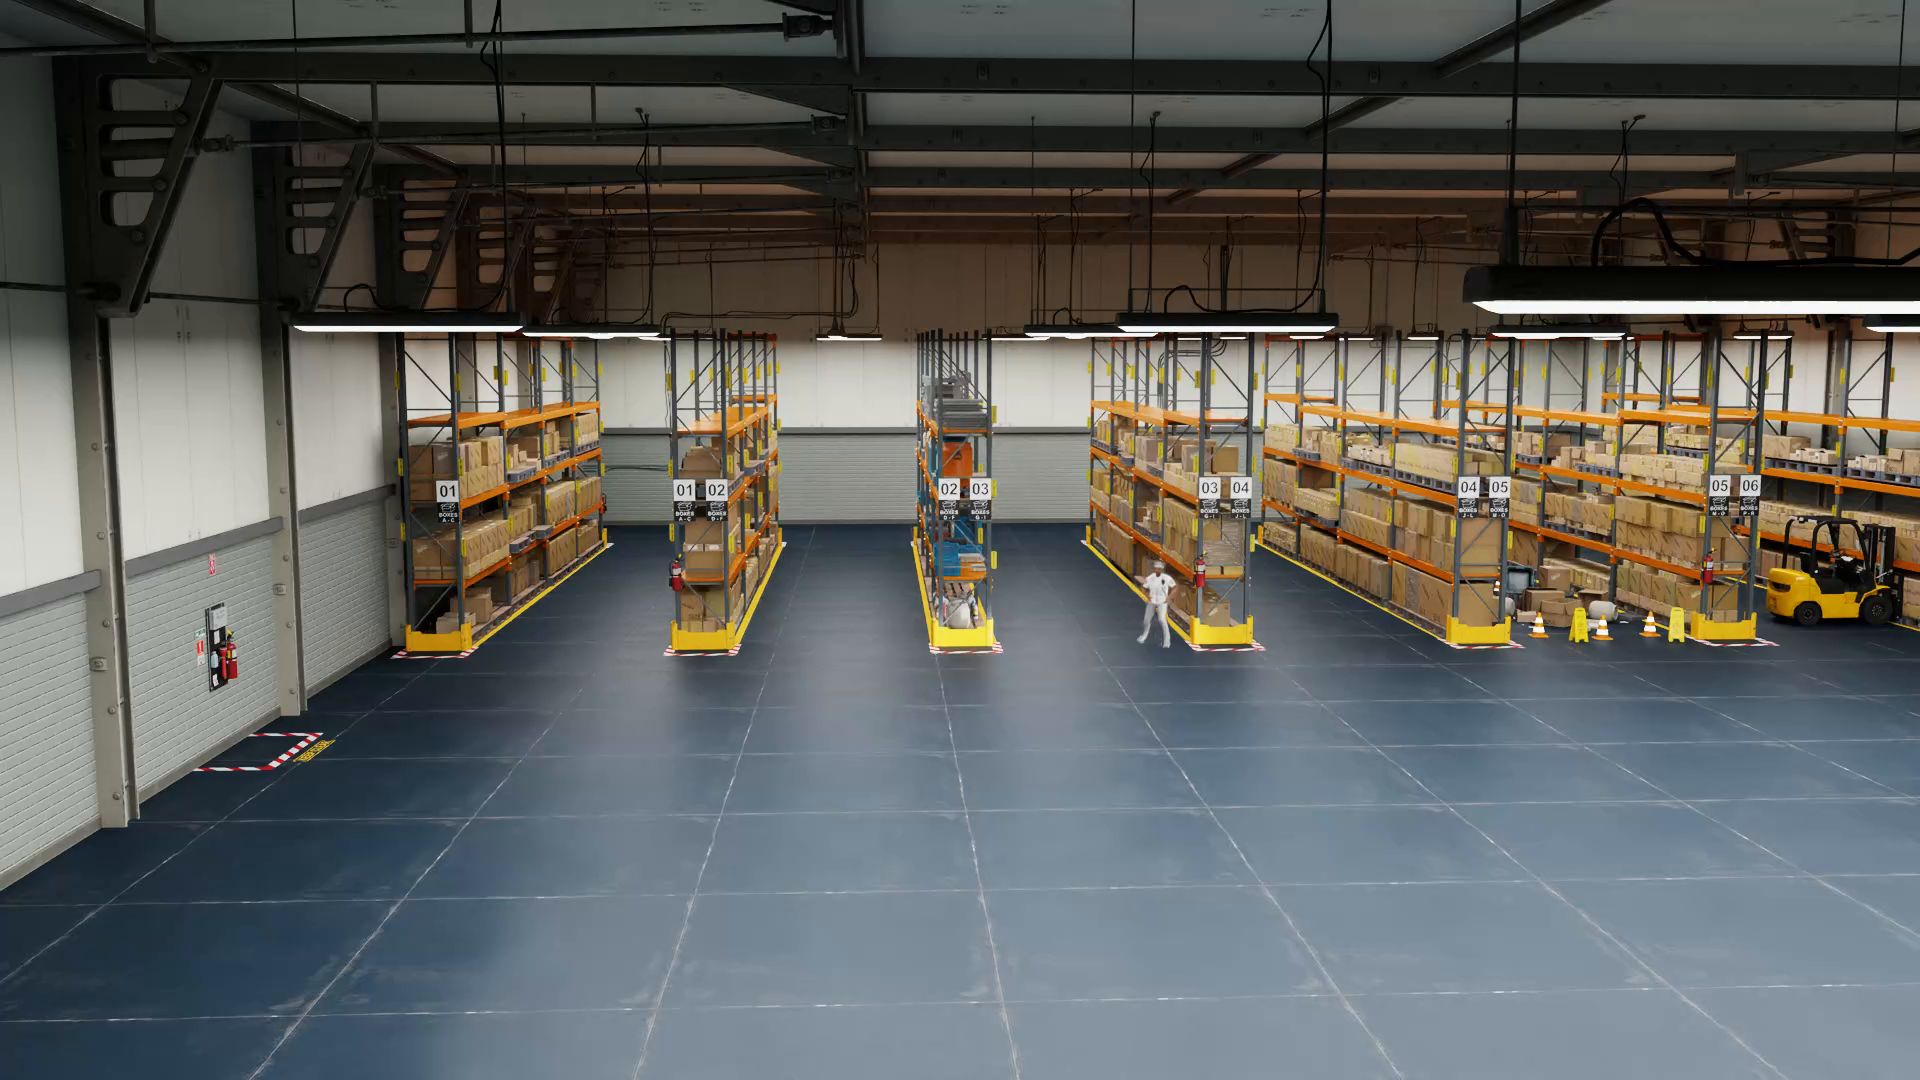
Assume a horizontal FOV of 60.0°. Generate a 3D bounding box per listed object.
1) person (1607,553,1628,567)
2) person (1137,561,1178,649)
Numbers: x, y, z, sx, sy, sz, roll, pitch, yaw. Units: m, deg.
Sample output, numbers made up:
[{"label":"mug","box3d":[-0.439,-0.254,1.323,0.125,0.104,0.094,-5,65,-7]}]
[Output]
[{"label":"person","box3d":[16.651,-0.073,42.116,0.670,1.756,0.834,-2,7,-13]},{"label":"person","box3d":[3.728,1.204,31.596,0.781,1.658,0.690,2,7,16]}]
